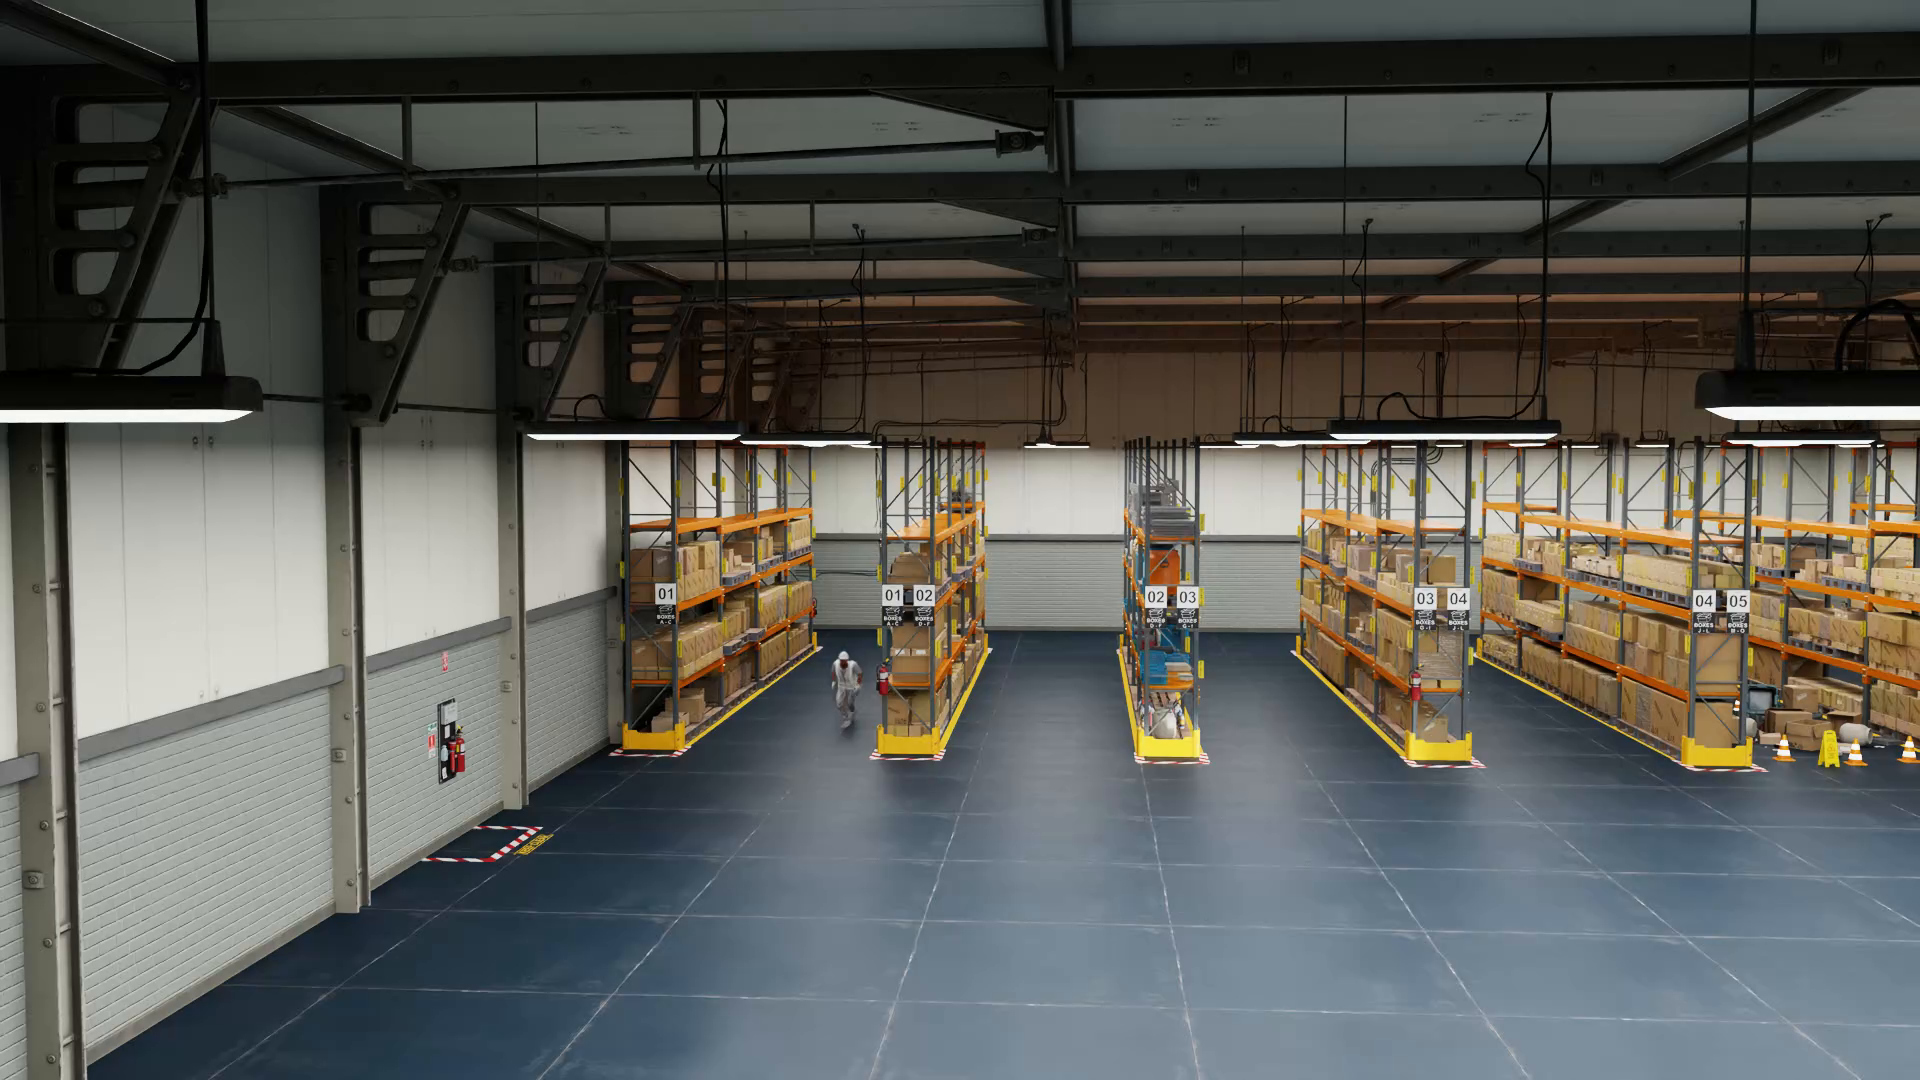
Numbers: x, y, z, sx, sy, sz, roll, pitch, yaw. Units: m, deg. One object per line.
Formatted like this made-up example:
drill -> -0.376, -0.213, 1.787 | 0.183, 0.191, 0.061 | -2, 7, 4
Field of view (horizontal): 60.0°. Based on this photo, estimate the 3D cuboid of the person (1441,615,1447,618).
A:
person -> 13.486, 2.427, 46.289 | 0.575, 1.650, 0.757 | 1, 3, 22

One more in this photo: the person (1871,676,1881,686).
person -> 20.638, 2.873, 37.110 | 0.666, 1.787, 0.866 | 0, 3, 0

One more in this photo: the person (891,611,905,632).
person -> -1.476, 2.625, 43.495 | 0.656, 1.628, 0.981 | 0, 3, 2

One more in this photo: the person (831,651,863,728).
person -> -2.332, 3.084, 34.646 | 0.687, 1.611, 1.079 | 1, 3, 9
